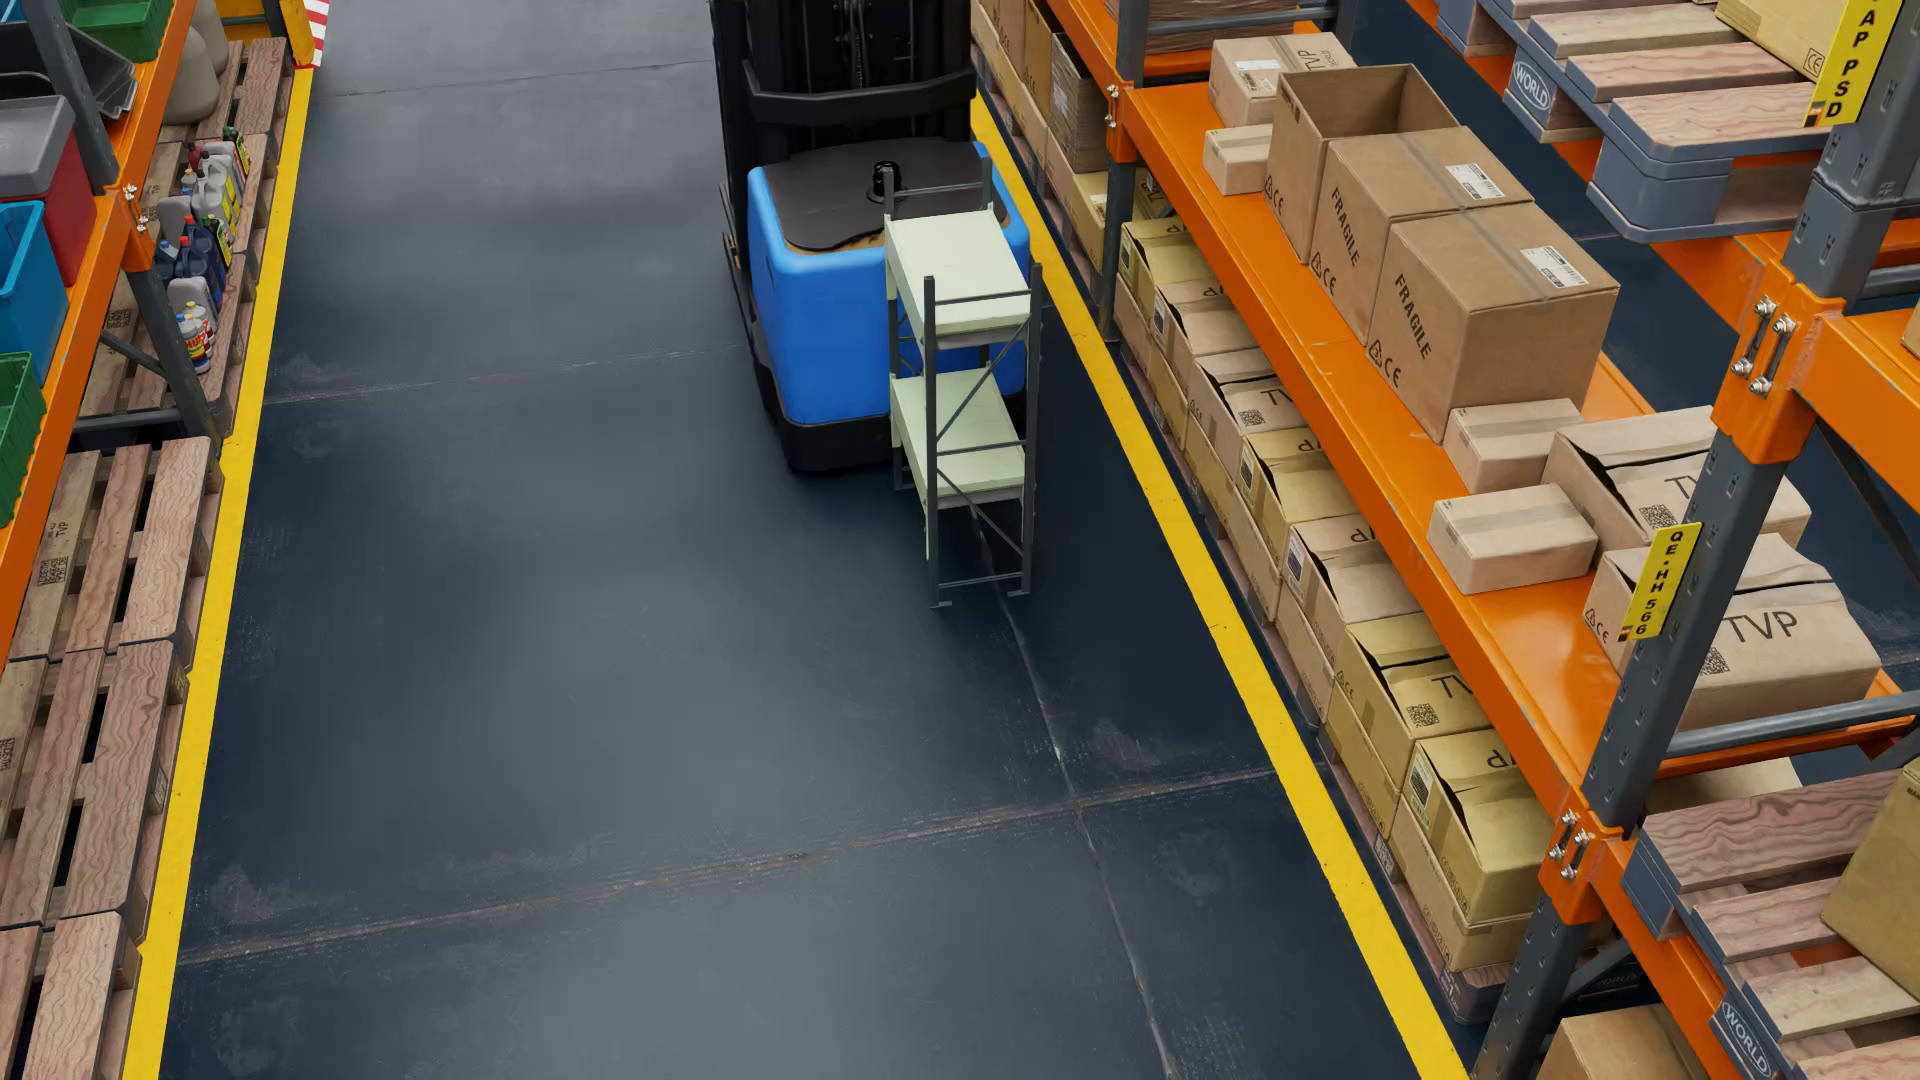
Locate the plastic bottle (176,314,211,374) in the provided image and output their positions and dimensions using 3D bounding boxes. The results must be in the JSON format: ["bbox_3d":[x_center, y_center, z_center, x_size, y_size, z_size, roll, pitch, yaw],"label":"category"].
[{"bbox_3d":[-3.325,-0.855,7.177,0.097,0.271,0.097,0,42,0],"label":"plastic bottle"}]

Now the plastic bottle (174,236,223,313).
[{"bbox_3d":[-3.454,-1.198,7.504,0.144,0.351,0.185,-7,42,-8],"label":"plastic bottle"}]

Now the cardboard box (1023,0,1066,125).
[{"bbox_3d":[0.631,-2.476,8.470,0.500,0.500,0.500,-8,42,-9],"label":"cardboard box"}]

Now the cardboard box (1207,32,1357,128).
[{"bbox_3d":[1.302,-1.780,6.608,0.500,0.250,0.500,-6,42,-7],"label":"cardboard box"}]

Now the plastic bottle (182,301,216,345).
[{"bbox_3d":[-3.369,-0.961,7.349,0.097,0.201,0.097,0,42,0],"label":"plastic bottle"}]

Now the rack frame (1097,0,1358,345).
[{"bbox_3d":[1.153,-2.149,6.911,1.000,3.000,0.127,-8,42,-9],"label":"rack frame"}]

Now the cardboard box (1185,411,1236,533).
[{"bbox_3d":[1.222,-0.314,6.599,0.500,0.250,0.500,-10,42,-11],"label":"cardboard box"}]

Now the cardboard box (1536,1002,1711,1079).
[{"bbox_3d":[1.835,1.550,4.295,0.500,0.500,0.500,-7,42,-7],"label":"cardboard box"}]

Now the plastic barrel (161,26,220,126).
[{"bbox_3d":[-4.223,-2.520,8.887,0.421,0.512,0.421,0,42,0],"label":"plastic barrel"}]

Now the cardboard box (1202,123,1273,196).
[{"bbox_3d":[1.144,-1.451,6.314,0.380,0.149,0.250,-8,42,-9],"label":"cardboard box"}]

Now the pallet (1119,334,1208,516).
[{"bbox_3d":[1.350,-0.634,7.305,1.003,0.211,1.213,-8,42,-9],"label":"pallet"}]

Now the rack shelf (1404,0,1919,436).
[{"bbox_3d":[1.585,-1.705,4.694,1.077,0.370,4.000,-8,42,-9],"label":"rack shelf"}]

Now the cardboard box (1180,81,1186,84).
[{"bbox_3d":[1.243,-2.226,8.188,0.500,0.500,0.500,-8,42,-9],"label":"cardboard box"}]

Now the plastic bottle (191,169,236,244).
[{"bbox_3d":[-3.586,-1.596,7.952,0.144,0.351,0.185,-9,42,-10],"label":"plastic bottle"}]

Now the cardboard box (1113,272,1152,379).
[{"bbox_3d":[0.998,-0.980,7.350,0.500,0.250,0.500,-9,42,-10],"label":"cardboard box"}]

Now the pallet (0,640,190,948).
[{"bbox_3d":[-3.210,0.897,5.580,1.003,0.211,1.213,-8,42,-9],"label":"pallet"}]

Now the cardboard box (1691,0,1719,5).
[{"bbox_3d":[1.733,-1.402,3.607,0.500,0.250,0.500,-7,42,-8],"label":"cardboard box"}]

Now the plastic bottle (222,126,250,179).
[{"bbox_3d":[-3.680,-1.982,8.438,0.061,0.283,0.133,-7,42,-8],"label":"plastic bottle"}]

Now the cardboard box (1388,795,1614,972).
[{"bbox_3d":[1.665,1.009,5.108,0.500,0.250,0.500,-7,42,-8],"label":"cardboard box"}]

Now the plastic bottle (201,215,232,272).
[{"bbox_3d":[-3.489,-1.408,7.791,0.061,0.283,0.133,-7,42,-7],"label":"plastic bottle"}]

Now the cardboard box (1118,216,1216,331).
[{"bbox_3d":[0.999,-1.184,7.156,0.500,0.311,0.500,-8,42,-9],"label":"cardboard box"}]

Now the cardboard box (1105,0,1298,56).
[{"bbox_3d":[1.051,-2.473,7.201,0.700,0.500,0.500,-9,42,-10],"label":"cardboard box"}]

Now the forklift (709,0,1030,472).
[{"bbox_3d":[-0.551,-2.371,7.214,1.130,2.935,3.031,-9,42,-10],"label":"forklift"}]

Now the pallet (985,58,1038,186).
[{"bbox_3d":[0.755,-2.420,9.317,1.003,0.211,1.213,-8,42,-9],"label":"pallet"}]

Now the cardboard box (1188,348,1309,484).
[{"bbox_3d":[1.215,-0.523,6.412,0.500,0.311,0.500,-10,43,-11],"label":"cardboard box"}]

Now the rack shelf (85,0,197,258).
[{"bbox_3d":[-4.116,-2.469,7.813,1.077,0.370,4.000,-8,42,-9],"label":"rack shelf"}]

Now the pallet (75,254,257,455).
[{"bbox_3d":[-3.789,-0.840,7.537,1.003,0.211,1.213,-8,42,-9],"label":"pallet"}]

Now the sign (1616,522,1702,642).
[{"bbox_3d":[1.475,0.093,3.514,0.100,0.325,0.005,-8,42,-9],"label":"sign"}]

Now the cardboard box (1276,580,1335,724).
[{"bbox_3d":[1.444,0.349,5.852,0.500,0.250,0.500,-7,42,-8],"label":"cardboard box"}]

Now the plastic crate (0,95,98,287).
[{"bbox_3d":[-3.281,-1.195,5.789,0.402,0.464,0.583,-8,42,-9],"label":"plastic crate"}]

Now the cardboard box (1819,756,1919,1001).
[{"bbox_3d":[2.262,0.642,3.376,0.700,0.500,0.500,-22,46,-23],"label":"cardboard box"}]

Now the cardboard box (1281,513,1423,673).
[{"bbox_3d":[1.438,0.138,5.668,0.500,0.311,0.500,-9,42,-10],"label":"cardboard box"}]

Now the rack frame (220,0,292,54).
[{"bbox_3d":[-4.548,-4.034,9.035,1.000,3.000,0.127,-8,42,-9],"label":"rack frame"}]

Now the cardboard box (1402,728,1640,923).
[{"bbox_3d":[1.663,0.801,4.920,0.500,0.311,0.500,-7,42,-8],"label":"cardboard box"}]

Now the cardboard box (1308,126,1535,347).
[{"bbox_3d":[1.525,-1.020,5.564,0.500,0.500,0.500,-8,42,-9],"label":"cardboard box"}]

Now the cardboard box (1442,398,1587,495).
[{"bbox_3d":[1.686,-0.280,4.996,0.380,0.149,0.250,-5,42,-6],"label":"cardboard box"}]

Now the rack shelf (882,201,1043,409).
[{"bbox_3d":[-0.001,-0.857,5.998,0.431,0.370,0.720,-8,42,-9],"label":"rack shelf"}]

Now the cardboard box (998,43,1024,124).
[{"bbox_3d":[0.510,-2.518,9.082,0.500,0.250,0.500,-8,42,-9],"label":"cardboard box"}]

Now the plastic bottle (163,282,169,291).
[{"bbox_3d":[-3.526,-1.049,7.387,0.061,0.283,0.133,-8,42,-9],"label":"plastic bottle"}]

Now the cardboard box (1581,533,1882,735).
[{"bbox_3d":[1.980,0.235,4.292,0.500,0.311,0.500,-6,42,-7],"label":"cardboard box"}]

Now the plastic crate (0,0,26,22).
[{"bbox_3d":[-4.189,-2.064,6.928,0.499,0.251,0.616,-8,42,-9],"label":"plastic crate"}]

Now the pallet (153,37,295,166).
[{"bbox_3d":[-4.315,-2.421,9.319,1.003,0.211,1.213,-8,42,-9],"label":"pallet"}]

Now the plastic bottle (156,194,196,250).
[{"bbox_3d":[-3.725,-1.530,7.935,0.152,0.276,0.135,-8,42,-9],"label":"plastic bottle"}]

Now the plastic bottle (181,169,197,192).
[{"bbox_3d":[-3.784,-1.737,8.224,0.097,0.201,0.097,0,42,0],"label":"plastic bottle"}]

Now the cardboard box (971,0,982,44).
[{"bbox_3d":[0.300,-3.167,9.813,0.500,0.250,0.500,-8,42,-9],"label":"cardboard box"}]

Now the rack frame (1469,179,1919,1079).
[{"bbox_3d":[2.016,0.444,3.990,1.000,3.000,0.127,-8,42,-9],"label":"rack frame"}]

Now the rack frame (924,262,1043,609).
[{"bbox_3d":[0.078,-0.328,5.990,0.400,1.500,0.023,-8,42,-9],"label":"rack frame"}]

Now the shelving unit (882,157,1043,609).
[{"bbox_3d":[-0.001,-0.565,6.257,0.431,1.500,0.755,-8,42,-9],"label":"shelving unit"}]

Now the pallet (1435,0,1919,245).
[{"bbox_3d":[1.782,-1.034,3.538,1.213,0.211,1.003,-7,42,-7],"label":"pallet"}]

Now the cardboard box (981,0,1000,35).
[{"bbox_3d":[0.418,-3.125,9.201,0.500,0.500,0.500,-8,42,-9],"label":"cardboard box"}]

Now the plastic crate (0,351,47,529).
[{"bbox_3d":[-3.033,-0.274,4.958,0.450,0.188,0.662,-8,42,-9],"label":"plastic crate"}]

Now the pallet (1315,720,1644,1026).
[{"bbox_3d":[1.877,0.948,5.523,1.003,0.211,1.213,-8,42,-9],"label":"pallet"}]

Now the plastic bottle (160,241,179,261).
[{"bbox_3d":[-3.603,-1.245,7.617,0.097,0.271,0.097,0,42,0],"label":"plastic bottle"}]

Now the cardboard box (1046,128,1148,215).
[{"bbox_3d":[0.741,-1.872,8.354,0.500,0.250,0.500,-8,42,-9],"label":"cardboard box"}]

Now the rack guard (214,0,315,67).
[{"bbox_3d":[-4.486,-3.057,9.817,1.175,0.500,0.348,-8,42,-9],"label":"rack guard"}]

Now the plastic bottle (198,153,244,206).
[{"bbox_3d":[-3.666,-1.795,8.233,0.152,0.276,0.135,-9,42,-10],"label":"plastic bottle"}]

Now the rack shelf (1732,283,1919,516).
[{"bbox_3d":[2.448,0.888,1.773,1.077,0.370,4.000,-8,42,-9],"label":"rack shelf"}]
